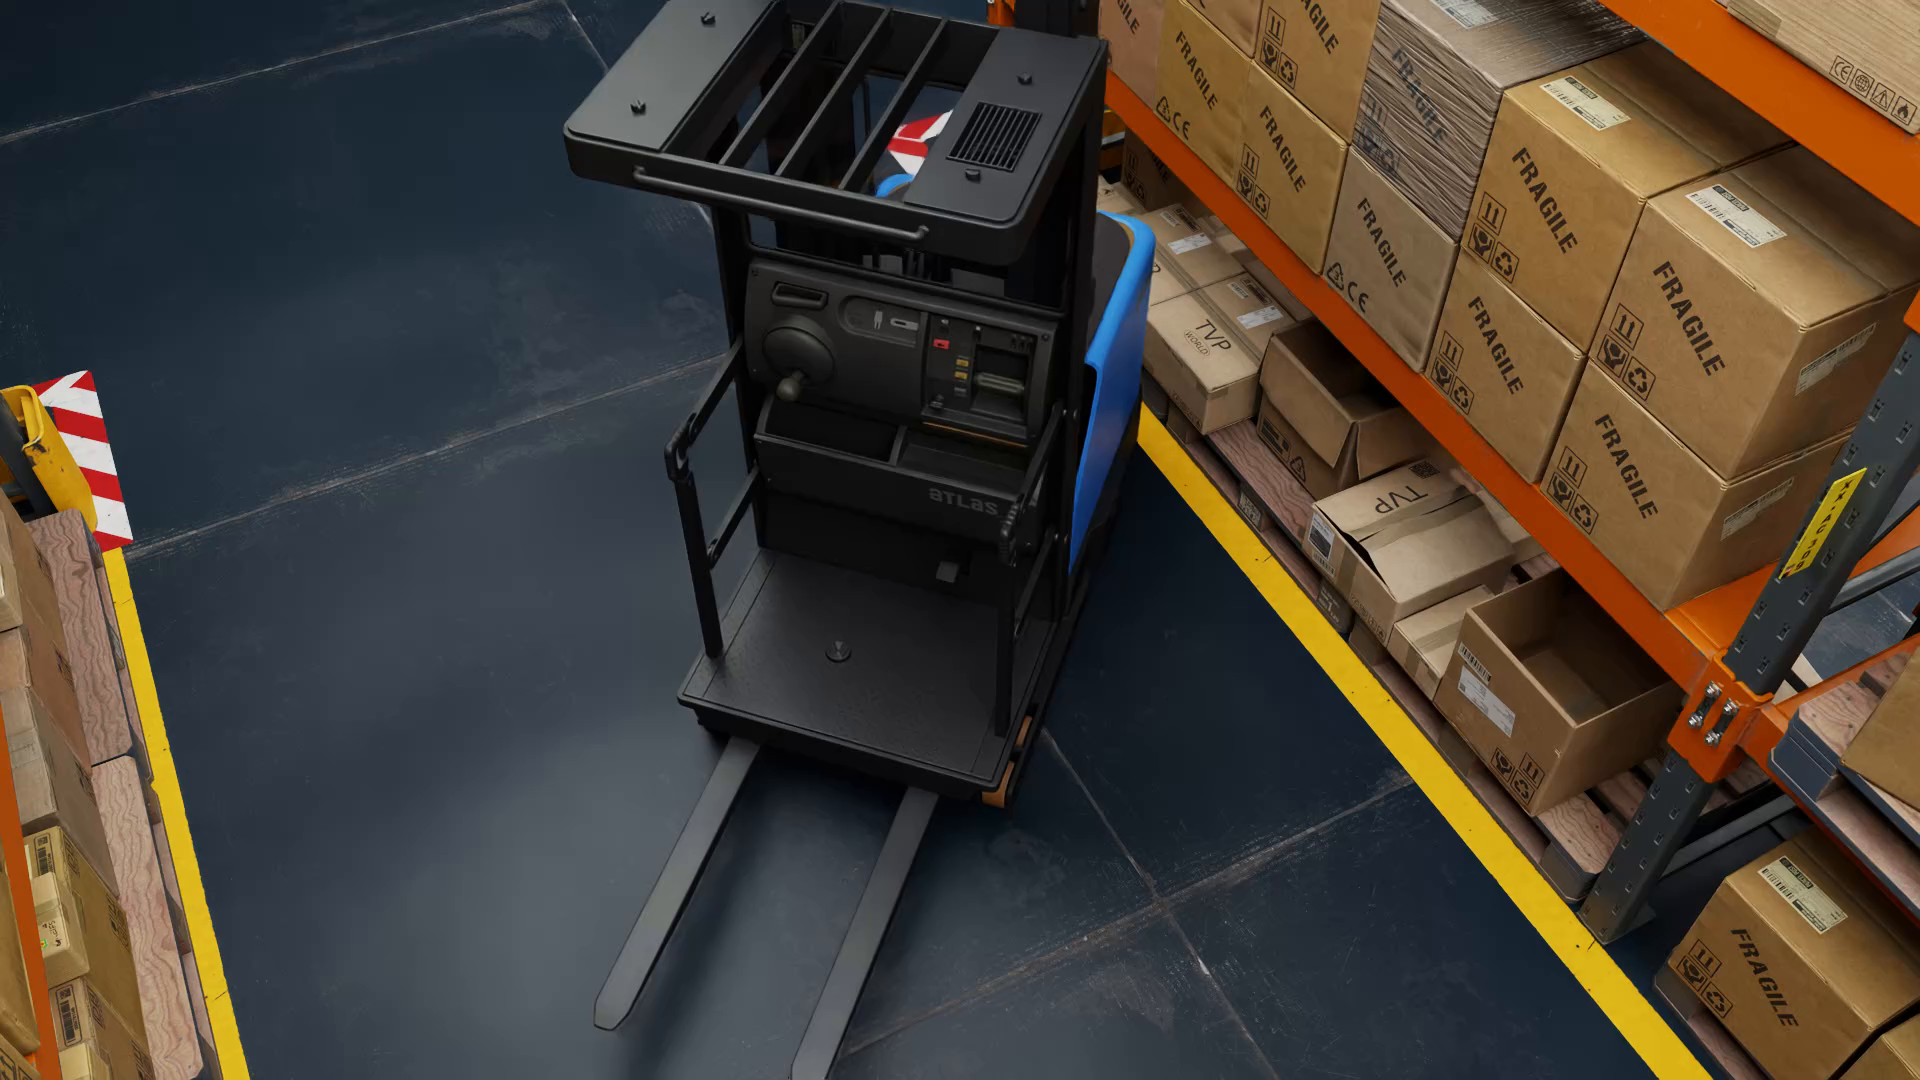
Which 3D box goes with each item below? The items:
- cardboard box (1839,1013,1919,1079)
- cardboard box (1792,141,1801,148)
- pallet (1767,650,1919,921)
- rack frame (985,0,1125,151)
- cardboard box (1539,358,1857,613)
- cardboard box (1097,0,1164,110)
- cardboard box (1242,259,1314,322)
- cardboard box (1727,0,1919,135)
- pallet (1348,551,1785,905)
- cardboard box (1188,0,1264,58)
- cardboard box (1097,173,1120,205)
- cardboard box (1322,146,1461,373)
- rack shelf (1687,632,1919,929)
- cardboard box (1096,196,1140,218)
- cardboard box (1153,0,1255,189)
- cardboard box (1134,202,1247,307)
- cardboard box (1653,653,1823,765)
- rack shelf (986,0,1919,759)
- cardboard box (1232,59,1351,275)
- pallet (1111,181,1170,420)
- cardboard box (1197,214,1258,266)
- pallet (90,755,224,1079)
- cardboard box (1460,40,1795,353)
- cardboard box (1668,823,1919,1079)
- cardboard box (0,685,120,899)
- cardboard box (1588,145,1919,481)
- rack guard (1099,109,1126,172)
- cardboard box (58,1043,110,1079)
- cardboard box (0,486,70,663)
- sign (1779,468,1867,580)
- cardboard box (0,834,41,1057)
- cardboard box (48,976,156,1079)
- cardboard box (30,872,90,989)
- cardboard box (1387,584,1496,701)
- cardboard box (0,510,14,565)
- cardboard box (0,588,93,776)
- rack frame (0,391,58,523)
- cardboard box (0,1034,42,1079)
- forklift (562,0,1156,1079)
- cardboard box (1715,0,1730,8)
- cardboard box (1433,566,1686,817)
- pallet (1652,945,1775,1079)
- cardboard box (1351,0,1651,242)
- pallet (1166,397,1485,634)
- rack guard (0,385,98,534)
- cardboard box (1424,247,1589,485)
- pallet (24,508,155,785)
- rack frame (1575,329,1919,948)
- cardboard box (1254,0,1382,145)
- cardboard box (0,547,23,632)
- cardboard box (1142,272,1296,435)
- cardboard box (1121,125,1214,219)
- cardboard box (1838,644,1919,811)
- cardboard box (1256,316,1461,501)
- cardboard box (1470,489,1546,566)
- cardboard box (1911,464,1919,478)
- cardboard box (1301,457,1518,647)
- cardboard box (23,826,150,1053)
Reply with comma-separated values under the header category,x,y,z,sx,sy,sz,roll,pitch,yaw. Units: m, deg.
category,x,y,z,sx,sy,sz,roll,pitch,yaw
cardboard box,2.662,1.499,4.315,0.500,0.500,0.500,-20,52,-17
cardboard box,2.202,-1.060,4.453,0.500,0.500,0.500,-23,53,-19
pallet,2.672,0.695,3.777,1.003,0.211,1.213,-21,52,-18
rack frame,0.573,-2.617,6.546,1.000,3.000,0.127,-21,52,-18
cardboard box,1.947,-0.219,4.383,0.500,0.500,0.500,-20,52,-17
cardboard box,0.783,-1.919,5.869,0.500,0.500,0.500,-22,52,-18
cardboard box,1.449,-0.932,6.607,0.500,0.250,0.500,-21,52,-18
cardboard box,1.945,-1.112,3.337,0.500,0.250,0.500,-21,52,-18
pallet,2.090,0.518,5.657,1.003,0.211,1.213,-21,52,-18
cardboard box,1.012,-1.908,5.195,0.500,0.500,0.500,-21,52,-17
cardboard box,0.459,-1.425,7.105,0.380,0.149,0.250,-21,52,-18
cardboard box,1.472,-0.907,4.984,0.500,0.500,0.500,-20,52,-17
rack shelf,3.319,1.635,3.305,1.077,0.370,4.000,-21,52,-18
cardboard box,0.574,-1.263,6.952,0.380,0.166,0.250,-21,52,-18
cardboard box,1.010,-1.582,5.574,0.500,0.500,0.500,-21,52,-18
cardboard box,0.799,-1.061,6.719,0.500,0.250,0.500,-21,52,-18
cardboard box,2.404,0.445,5.362,0.500,0.311,0.500,-21,52,-18
rack shelf,1.488,-1.042,5.646,1.077,0.370,4.000,-21,52,-18
cardboard box,1.237,-1.247,5.281,0.500,0.500,0.500,-21,52,-17
pallet,0.974,-1.115,7.085,1.003,0.211,1.213,-21,52,-18
cardboard box,1.146,-1.248,6.939,0.380,0.166,0.250,-21,52,-18
pallet,-2.840,1.333,4.944,1.003,0.211,1.213,-21,52,-18
cardboard box,1.705,-0.894,4.308,0.500,0.500,0.500,-22,52,-18
cardboard box,2.408,1.146,4.624,0.500,0.500,0.500,-23,53,-19
cardboard box,-2.961,0.881,4.868,0.700,0.500,0.500,-23,53,-19
cardboard box,1.942,-0.552,4.009,0.500,0.500,0.500,-21,52,-17
rack guard,0.608,-1.744,7.443,1.175,0.500,0.348,-21,52,-18
cardboard box,-2.245,1.412,3.973,0.380,0.149,0.250,-20,52,-16
cardboard box,-3.420,0.210,5.455,0.700,0.500,0.500,-21,52,-18
sign,1.925,-0.033,3.711,0.100,0.325,0.005,-21,52,-18
cardboard box,-2.562,0.811,3.349,0.980,0.700,0.700,-22,53,-18
cardboard box,-2.477,1.580,4.257,0.700,0.500,0.500,-22,52,-18
cardboard box,-2.484,1.063,4.279,0.380,0.149,0.250,-23,53,-19
cardboard box,1.666,0.340,5.562,0.380,0.149,0.250,-21,52,-18
cardboard box,-3.200,0.020,5.191,0.380,0.149,0.250,-22,52,-18
cardboard box,-3.191,0.545,5.162,0.700,0.500,0.500,-21,52,-18
rack frame,-3.830,-0.909,5.052,1.000,3.000,0.127,-21,52,-18
cardboard box,-2.233,1.301,2.920,0.980,0.700,0.700,-20,52,-17
forklift,-0.251,-0.435,4.684,1.130,2.935,3.031,14,50,12
cardboard box,1.725,-1.450,3.633,0.500,0.250,0.500,-21,52,-18
cardboard box,1.891,0.454,5.228,0.500,0.500,0.500,-21,52,-18
pallet,2.809,1.509,4.790,1.003,0.211,1.213,-21,52,-18
cardboard box,1.475,-1.231,4.603,0.500,0.500,0.500,-21,52,-17
pallet,1.528,-0.300,6.372,1.003,0.211,1.213,-21,52,-18
rack guard,-3.841,-0.102,6.007,1.175,0.500,0.348,-21,52,-18
cardboard box,1.710,-0.564,4.684,0.500,0.500,0.500,-20,52,-17
pallet,-3.394,0.518,5.657,1.003,0.211,1.213,-21,52,-18
rack frame,2.404,0.060,4.205,1.000,3.000,0.127,-21,52,-18
cardboard box,1.246,-1.568,4.898,0.500,0.500,0.500,-22,52,-18
cardboard box,-3.082,0.191,5.041,0.380,0.149,0.250,-20,52,-17
cardboard box,1.027,-0.726,6.427,0.500,0.250,0.500,-21,52,-18
cardboard box,1.041,-1.660,7.078,0.500,0.500,0.500,-21,52,-18
cardboard box,2.421,0.283,3.665,0.500,0.500,0.700,35,58,27
cardboard box,1.539,-0.519,6.077,0.797,0.503,0.637,-21,52,-18
cardboard box,1.999,-0.083,5.920,0.380,0.166,0.250,-21,52,-18
cardboard box,2.413,-0.408,4.548,0.500,0.500,0.500,-20,52,-17
cardboard box,1.547,0.015,5.738,0.500,0.311,0.500,-21,52,-18
cardboard box,-2.710,1.236,4.558,0.700,0.500,0.500,-20,52,-17
